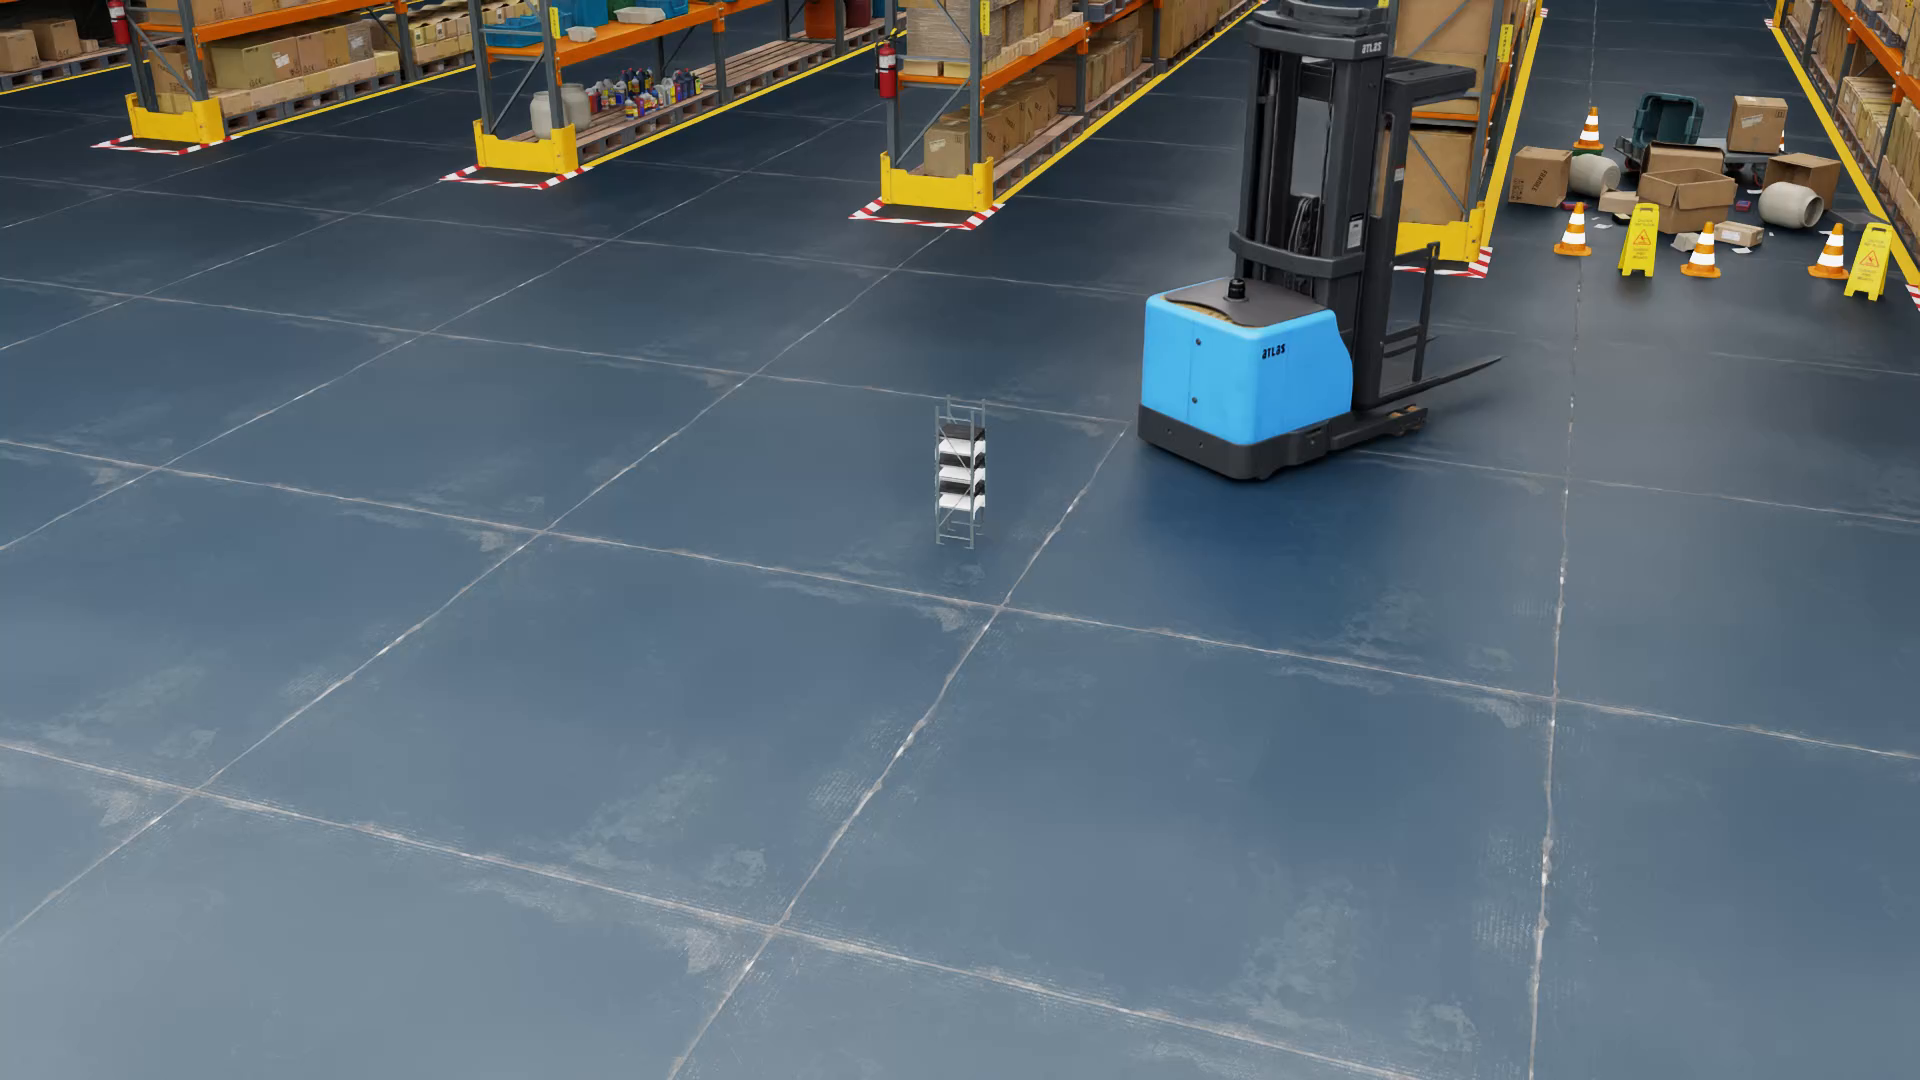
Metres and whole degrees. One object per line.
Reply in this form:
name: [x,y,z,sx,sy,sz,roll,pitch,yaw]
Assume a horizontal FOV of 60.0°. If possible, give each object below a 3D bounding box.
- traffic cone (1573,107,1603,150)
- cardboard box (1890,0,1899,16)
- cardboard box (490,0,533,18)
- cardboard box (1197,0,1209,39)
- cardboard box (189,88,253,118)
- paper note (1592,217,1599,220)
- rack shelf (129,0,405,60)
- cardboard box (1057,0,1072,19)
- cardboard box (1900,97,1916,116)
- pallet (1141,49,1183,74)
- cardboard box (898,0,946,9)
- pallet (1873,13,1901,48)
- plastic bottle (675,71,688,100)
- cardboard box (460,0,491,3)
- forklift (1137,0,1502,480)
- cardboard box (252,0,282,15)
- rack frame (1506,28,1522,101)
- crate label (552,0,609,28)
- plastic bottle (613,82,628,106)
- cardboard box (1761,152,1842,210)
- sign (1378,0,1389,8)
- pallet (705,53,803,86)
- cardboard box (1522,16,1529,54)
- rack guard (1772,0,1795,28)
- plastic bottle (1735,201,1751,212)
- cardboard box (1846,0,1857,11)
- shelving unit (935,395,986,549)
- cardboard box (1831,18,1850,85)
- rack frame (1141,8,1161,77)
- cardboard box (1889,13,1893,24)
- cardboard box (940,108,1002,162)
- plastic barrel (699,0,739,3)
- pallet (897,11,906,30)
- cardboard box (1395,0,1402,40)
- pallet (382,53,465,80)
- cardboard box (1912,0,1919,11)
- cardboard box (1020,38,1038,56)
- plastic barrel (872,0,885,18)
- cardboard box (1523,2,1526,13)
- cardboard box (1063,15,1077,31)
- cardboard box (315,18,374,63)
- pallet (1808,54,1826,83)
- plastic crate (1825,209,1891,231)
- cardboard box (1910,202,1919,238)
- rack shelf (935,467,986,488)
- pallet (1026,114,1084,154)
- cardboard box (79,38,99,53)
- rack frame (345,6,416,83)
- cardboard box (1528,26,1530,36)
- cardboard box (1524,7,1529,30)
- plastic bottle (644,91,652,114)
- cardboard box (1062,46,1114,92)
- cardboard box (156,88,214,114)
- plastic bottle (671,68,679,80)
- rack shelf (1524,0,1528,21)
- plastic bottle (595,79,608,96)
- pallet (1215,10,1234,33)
traffic cone: [7.577,-4.955,19.952,0.336,0.463,0.334,9,27,17]
cardboard box: [10.686,-6.094,18.457,0.500,0.500,0.500,10,27,19]
cardboard box: [-7.056,-8.346,26.074,0.500,0.311,0.500,8,27,17]
cardboard box: [3.234,-8.412,26.139,1.225,0.875,0.875,8,27,16]
cardboard box: [-9.221,-5.459,20.756,0.500,0.250,0.500,9,27,17]
paper note: [6.516,-3.297,17.048,0.123,0.001,0.032,-20,33,-36]
rack shelf: [-8.943,-6.818,21.715,1.077,0.370,4.000,9,27,17]
cardboard box: [0.855,-6.528,19.835,0.875,0.500,0.500,9,27,17]
cardboard box: [9.859,-4.423,17.012,0.380,0.149,0.250,9,27,18]
pallet: [2.727,-7.227,24.934,1.003,0.211,1.213,9,27,17]
cardboard box: [-0.318,-5.772,17.126,0.500,0.500,0.500,9,27,17]
pallet: [11.119,-5.826,19.061,1.003,0.211,1.213,9,27,17]
plastic bottle: [-3.614,-5.864,21.454,0.144,0.351,0.185,7,27,15]
cardboard box: [-7.565,-8.421,26.231,0.500,0.311,0.500,8,27,16]
forklift: [2.712,-2.217,11.465,3.031,2.935,1.130,-19,31,-33]
cardboard box: [-9.101,-6.974,21.098,0.700,0.500,0.500,9,27,18]
rack frame: [7.037,-7.408,22.109,1.000,3.000,0.127,9,27,17]
crate label: [-4.582,-6.411,20.009,0.502,0.435,0.616,9,27,17]
plastic bottle: [-4.324,-5.681,21.161,0.152,0.276,0.135,9,27,17]
cardboard box: [8.768,-3.721,17.359,0.500,0.500,0.500,-14,29,-27]
sign: [3.868,-4.833,15.189,0.100,0.325,0.005,9,27,17]
pallet: [-2.979,-6.820,24.093,1.003,0.211,1.213,9,27,17]
cardboard box: [8.189,-7.565,24.818,0.500,0.500,0.500,8,27,16]
rack guard: [14.409,-8.904,28.067,1.175,0.500,0.348,9,27,17]
plastic bottle: [8.210,-3.507,17.424,0.133,0.061,0.283,14,29,26]
cardboard box: [11.662,-6.910,21.252,0.500,0.250,0.500,8,27,16]
shelving unit: [0.003,-0.408,10.061,0.258,0.900,0.210,9,27,17]
cardboard box: [12.348,-6.602,22.401,0.875,0.875,0.875,9,27,18]
rack frame: [2.394,-8.169,23.680,1.000,3.000,0.127,9,27,17]
cardboard box: [10.672,-5.833,18.661,0.380,0.149,0.250,9,27,17]
cardboard box: [0.122,-4.450,18.386,0.500,0.500,0.500,17,30,31]
plastic barrel: [-3.194,-7.584,21.896,0.600,0.901,0.708,9,27,17]
pallet: [-1.242,-8.965,28.524,1.003,0.211,1.213,9,27,17]
cardboard box: [4.631,-5.061,15.848,0.875,0.550,0.550,9,27,17]
pallet: [-8.069,-7.017,24.500,1.003,0.211,1.213,9,27,17]
cardboard box: [10.057,-5.568,16.704,0.700,0.500,0.500,8,27,17]
cardboard box: [0.642,-5.453,18.359,0.380,0.149,0.250,9,27,17]
plastic barrel: [-1.379,-9.264,27.867,0.600,0.901,0.708,9,27,17]
cardboard box: [6.973,-7.025,21.201,0.500,0.500,0.500,9,27,17]
cardboard box: [1.176,-6.180,19.860,0.380,0.149,0.250,9,27,17]
cardboard box: [-8.403,-6.826,22.720,0.500,0.500,0.500,9,27,17]
pallet: [12.884,-6.793,24.037,1.003,0.211,1.213,9,27,17]
plastic crate: [9.112,-3.248,16.866,0.402,0.080,0.583,0,26,-1]
cardboard box: [9.272,-2.979,15.634,0.500,0.250,0.500,9,27,18]
rack shelf: [0.003,-0.378,10.075,0.258,0.077,0.200,9,27,17]
pallet: [0.872,-4.989,20.312,1.003,0.211,1.213,9,27,17]
cardboard box: [-13.100,-7.379,24.794,0.380,0.166,0.250,5,26,11]
rack frame: [-8.278,-7.963,23.255,1.000,3.000,0.127,9,27,17]
cardboard box: [8.793,-8.061,26.246,0.380,0.149,0.250,8,27,15]
cardboard box: [7.841,-7.468,23.758,0.500,0.250,0.500,9,27,18]
plastic bottle: [-3.895,-5.452,20.694,0.097,0.271,0.097,0,26,0]
cardboard box: [1.650,-6.271,22.123,0.700,0.500,0.500,6,27,13]
cardboard box: [-9.709,-5.534,20.912,0.500,0.250,0.500,9,27,17]
plastic bottle: [-3.687,-5.964,21.660,0.144,0.351,0.185,9,27,17]
rack shelf: [7.703,-7.906,23.963,1.077,0.370,4.000,9,27,17]
plastic bottle: [-4.534,-5.649,21.010,0.144,0.351,0.185,10,28,20]
pallet: [4.052,-8.859,28.305,1.003,0.211,1.213,9,27,17]
